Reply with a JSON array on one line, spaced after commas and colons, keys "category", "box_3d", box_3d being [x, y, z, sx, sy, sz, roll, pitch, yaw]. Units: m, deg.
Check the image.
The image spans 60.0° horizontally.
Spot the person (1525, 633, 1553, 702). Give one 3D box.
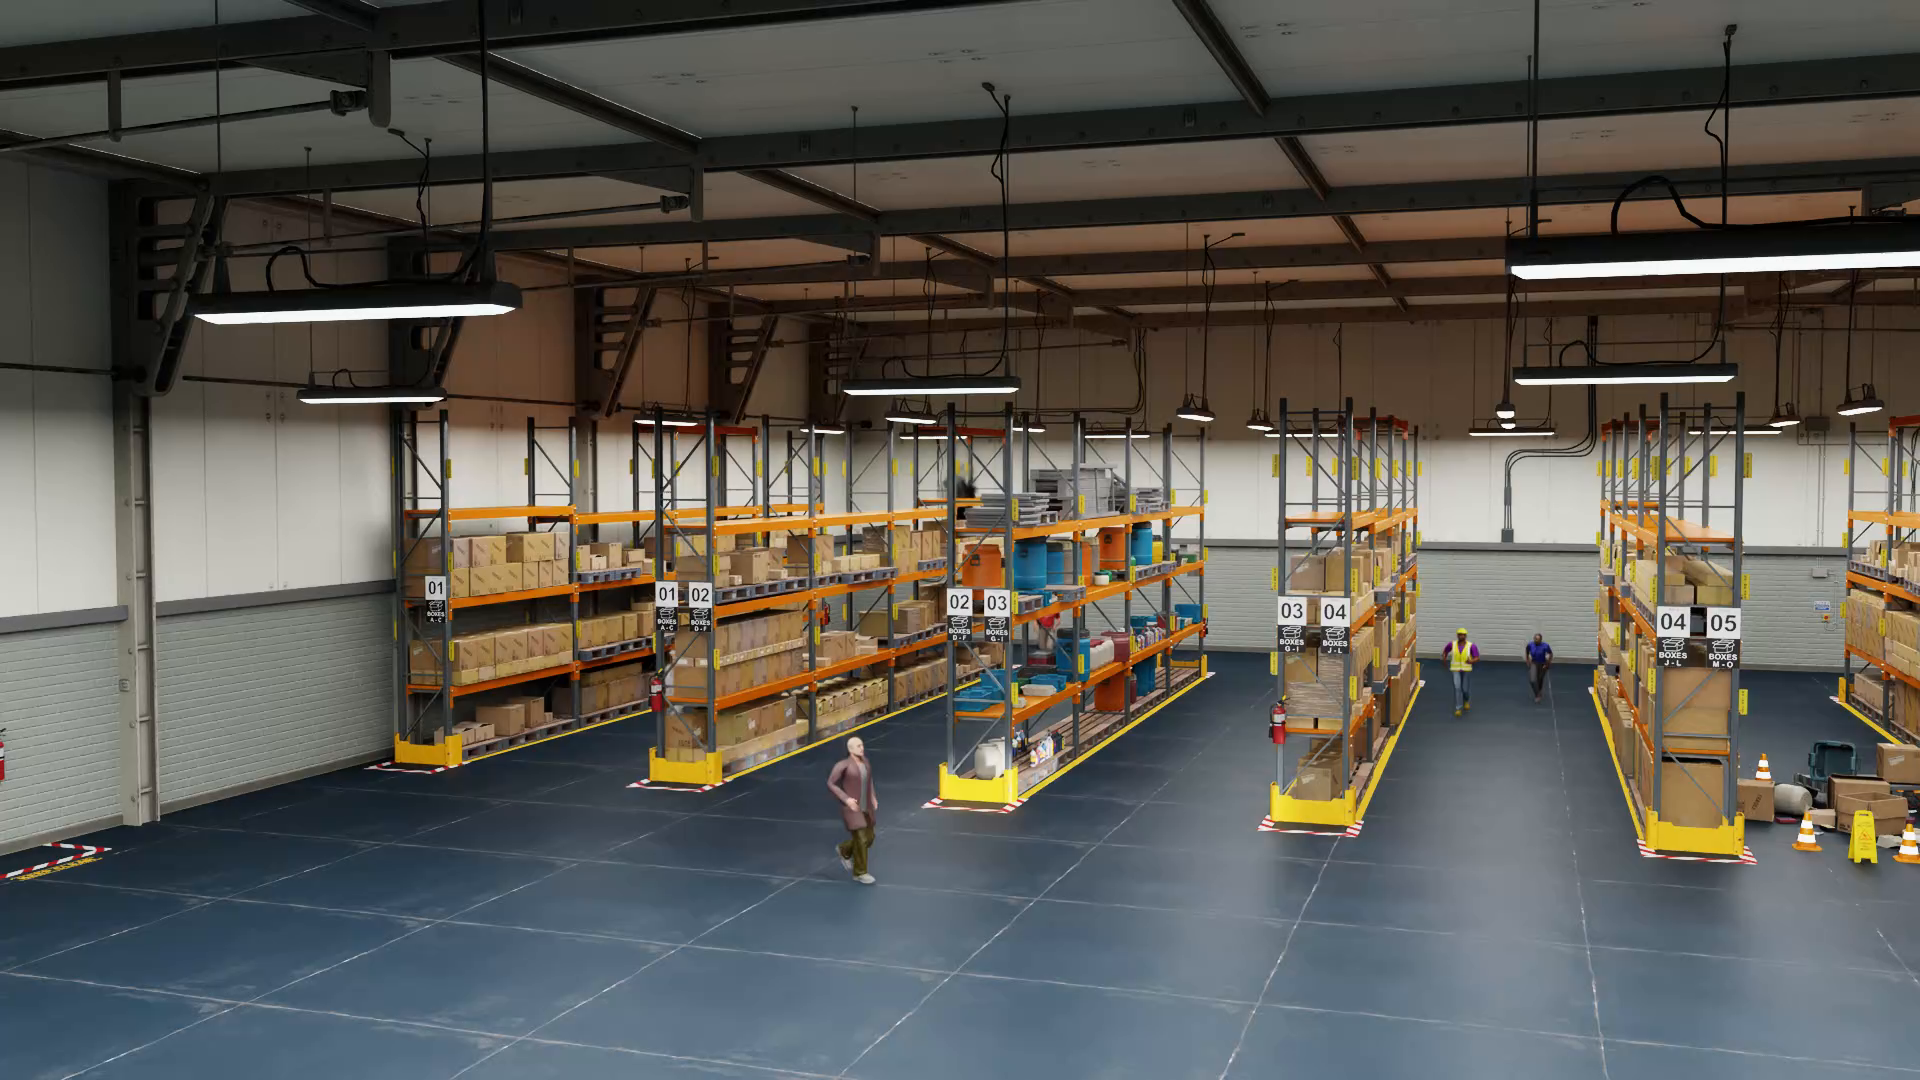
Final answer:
[{"category": "person", "box_3d": [12.521, 2.748, 35.917, 0.577, 1.531, 0.940, 1, 3, 28]}]

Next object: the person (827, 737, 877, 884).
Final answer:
[{"category": "person", "box_3d": [-1.308, 3.260, 20.182, 0.734, 1.745, 0.723, 2, 3, 41]}]

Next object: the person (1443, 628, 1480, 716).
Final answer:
[{"category": "person", "box_3d": [10.174, 2.658, 33.802, 0.719, 1.737, 0.998, 1, 3, 18]}]

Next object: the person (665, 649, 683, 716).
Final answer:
[{"category": "person", "box_3d": [-5.023, 2.842, 29.278, 0.638, 1.840, 0.774, 1, 3, 15]}]

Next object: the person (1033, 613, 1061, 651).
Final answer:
[{"category": "person", "box_3d": [2.089, 2.194, 40.027, 0.680, 1.638, 0.642, 0, 2, 7]}]
